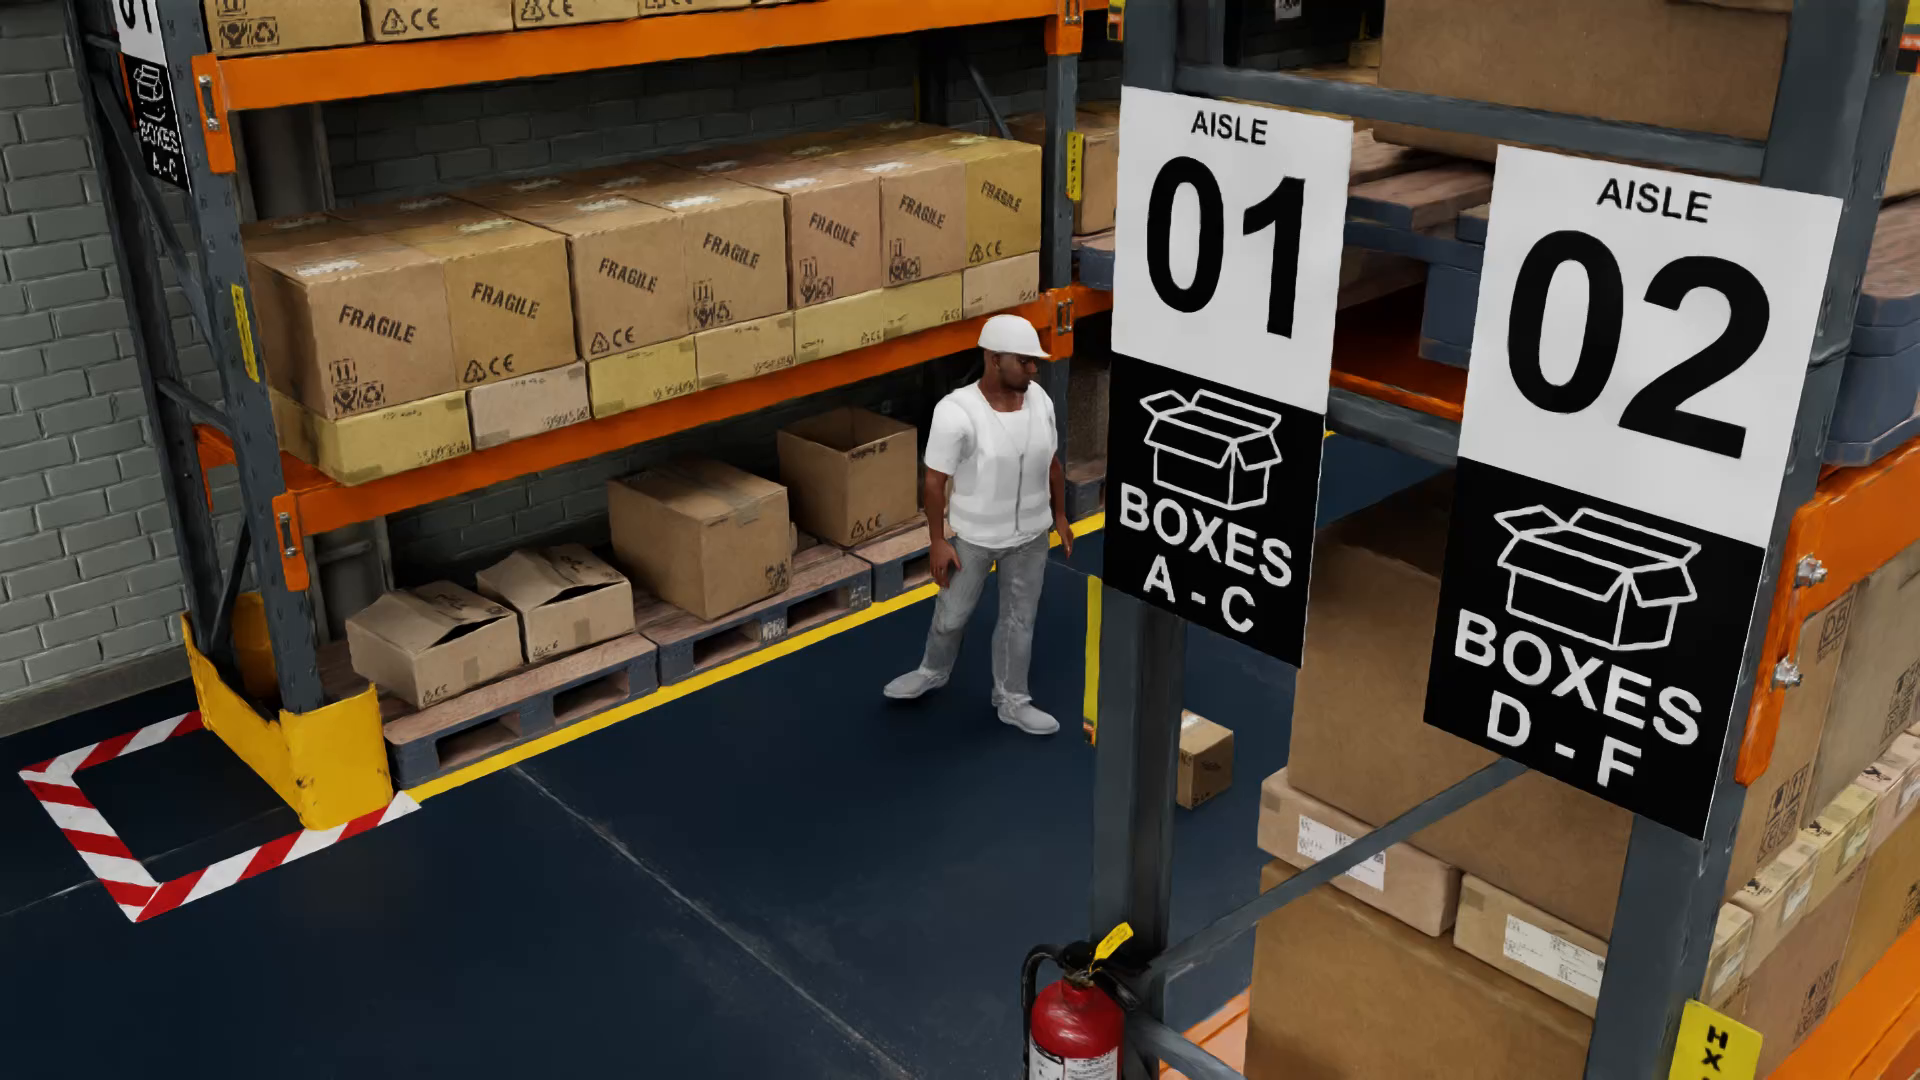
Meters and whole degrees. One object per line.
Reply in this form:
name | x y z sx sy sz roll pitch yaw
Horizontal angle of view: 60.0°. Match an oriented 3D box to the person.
person | 0.107 -0.057 6.703 0.742 1.770 0.600 -11 27 -23
